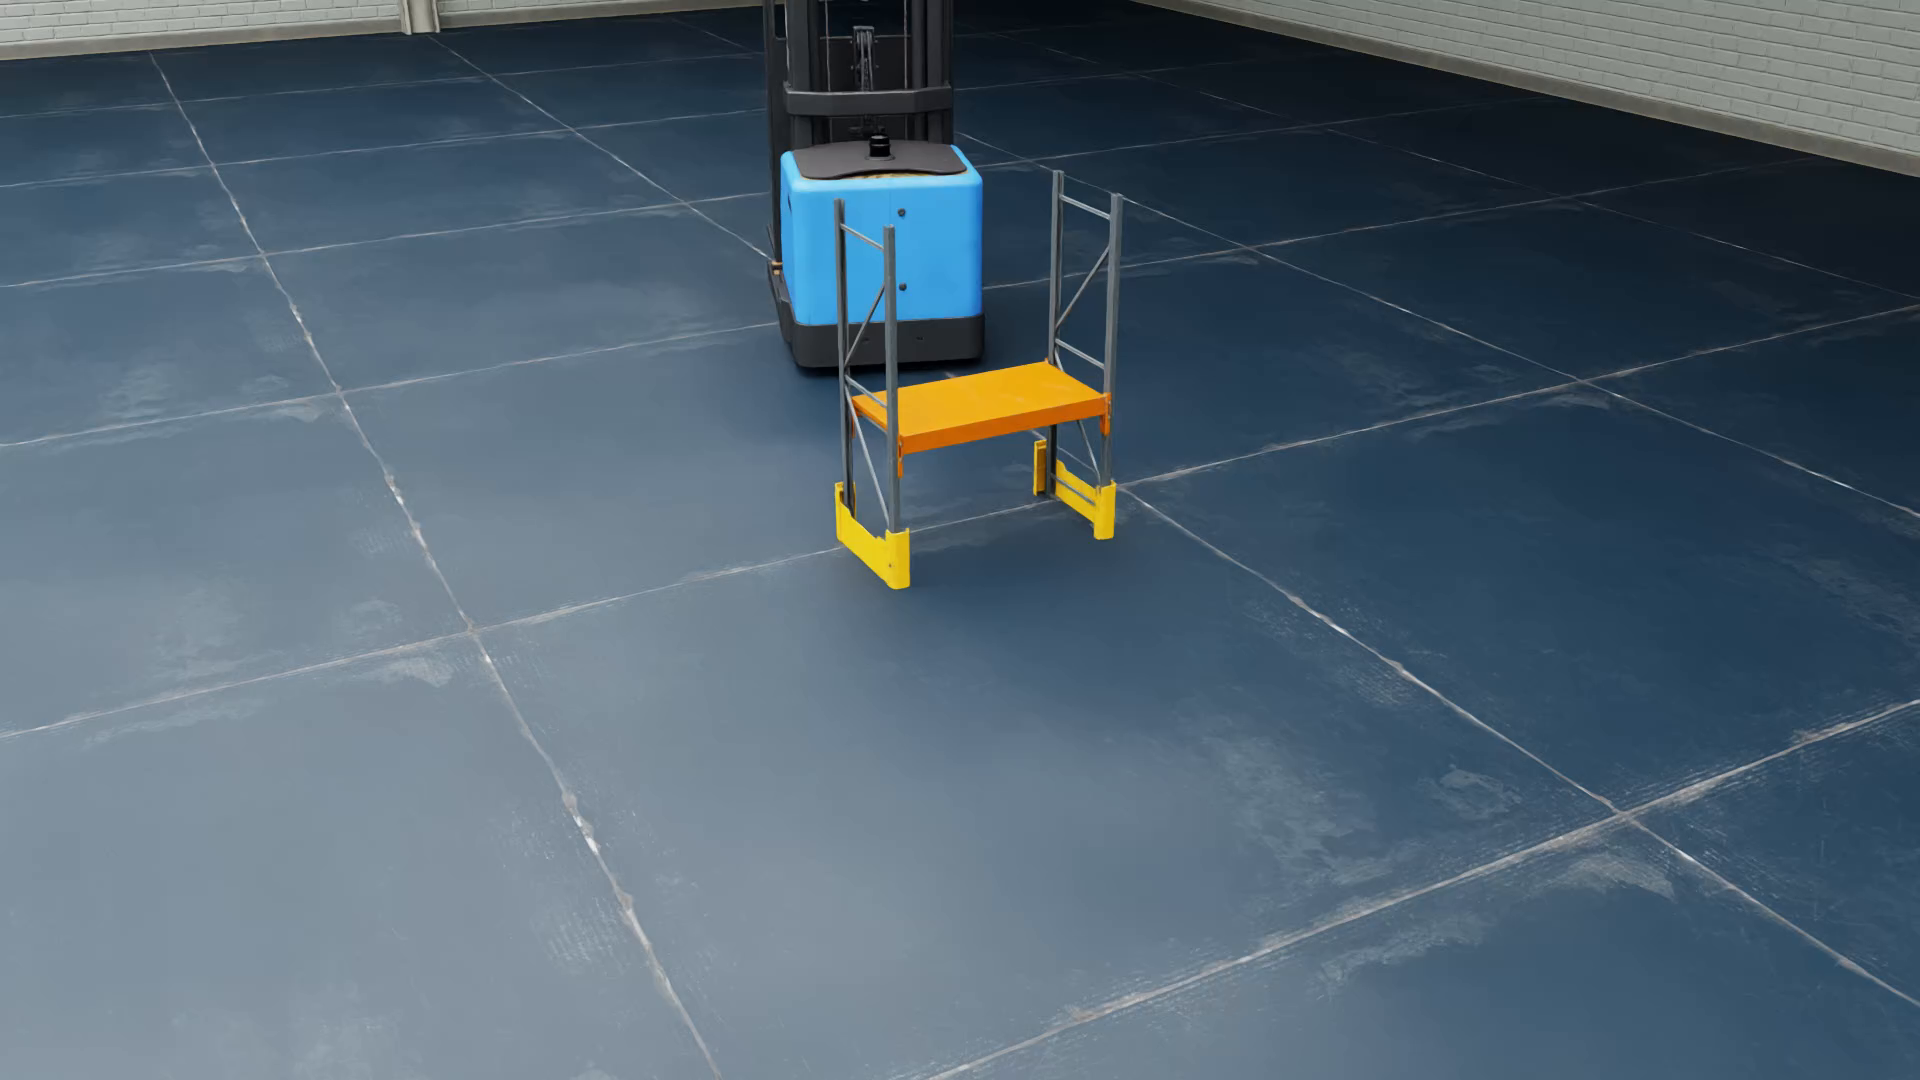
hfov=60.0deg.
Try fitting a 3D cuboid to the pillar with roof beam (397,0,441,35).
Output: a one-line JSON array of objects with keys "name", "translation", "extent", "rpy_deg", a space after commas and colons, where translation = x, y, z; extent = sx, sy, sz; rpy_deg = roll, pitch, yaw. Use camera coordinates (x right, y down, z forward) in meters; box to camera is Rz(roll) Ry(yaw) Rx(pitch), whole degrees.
[{"name": "pillar with roof beam", "translation": [-4.444, -8.517, 14.592], "extent": [0.400, 9.000, 9.100], "rpy_deg": [-13, 29, -25]}]

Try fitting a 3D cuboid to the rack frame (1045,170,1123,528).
[{"name": "rack frame", "translation": [0.524, -0.797, 7.177], "extent": [0.032, 1.500, 0.500], "rpy_deg": [-13, 29, -25]}]

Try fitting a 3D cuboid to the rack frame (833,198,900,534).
[{"name": "rack frame", "translation": [-0.373, -0.590, 6.746], "extent": [0.032, 1.500, 0.500], "rpy_deg": [-13, 29, -25]}]

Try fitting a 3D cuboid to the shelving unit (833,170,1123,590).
[{"name": "shelving unit", "translation": [0.067, -0.692, 6.958], "extent": [1.083, 1.500, 0.587], "rpy_deg": [-13, 29, -25]}]

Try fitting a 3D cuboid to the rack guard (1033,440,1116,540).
[{"name": "rack guard", "translation": [0.507, -0.230, 7.439], "extent": [0.087, 0.250, 0.587], "rpy_deg": [-13, 29, -25]}]

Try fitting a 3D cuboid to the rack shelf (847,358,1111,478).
[{"name": "rack shelf", "translation": [0.075, -0.531, 7.039], "extent": [1.000, 0.185, 0.538], "rpy_deg": [-13, 29, -25]}]

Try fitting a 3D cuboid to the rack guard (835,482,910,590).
[{"name": "rack guard", "translation": [-0.372, -0.027, 7.017], "extent": [0.087, 0.250, 0.587], "rpy_deg": [-13, 29, -25]}]

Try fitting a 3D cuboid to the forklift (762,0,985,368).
[{"name": "forklift", "translation": [-0.624, -2.869, 9.840], "extent": [1.130, 2.935, 3.031], "rpy_deg": [-4, 26, -9]}]
